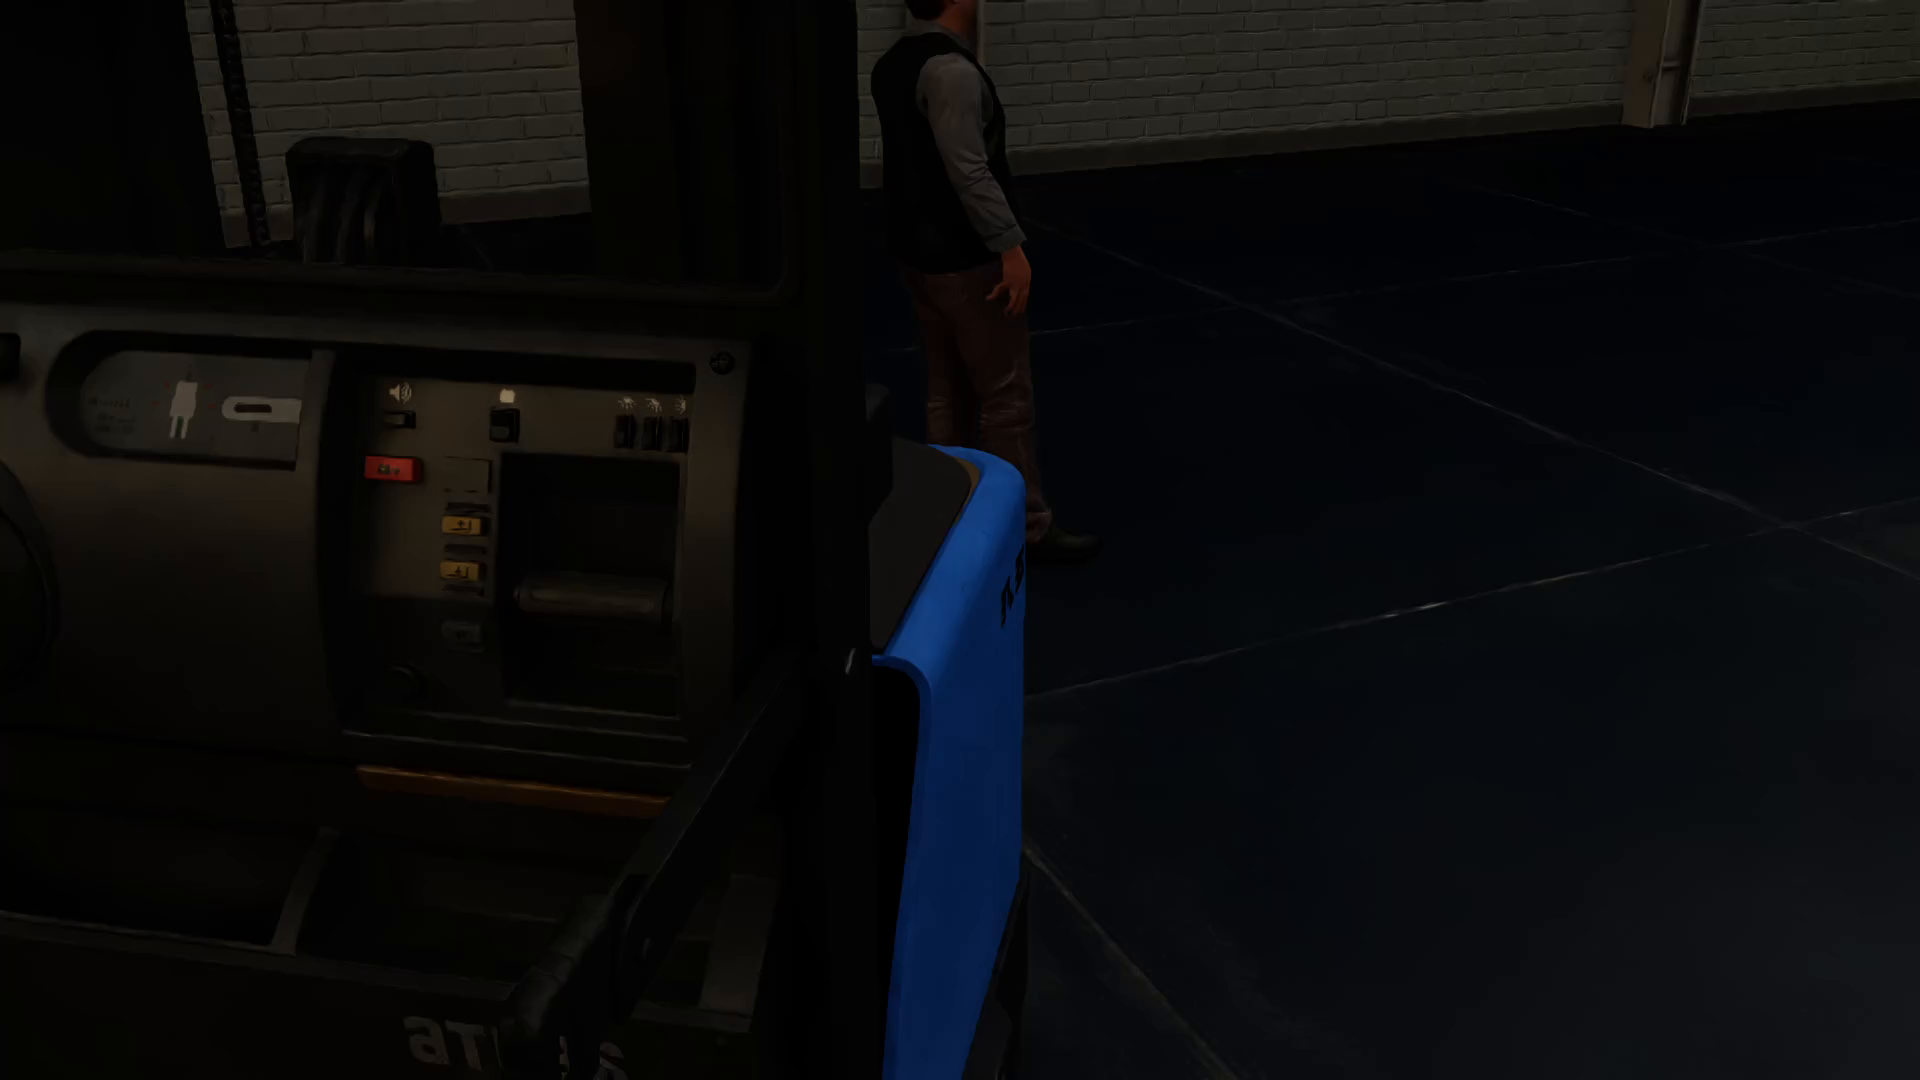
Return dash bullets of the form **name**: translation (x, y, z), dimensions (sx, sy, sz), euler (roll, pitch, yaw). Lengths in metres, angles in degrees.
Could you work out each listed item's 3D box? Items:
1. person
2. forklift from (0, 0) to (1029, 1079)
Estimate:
- **person**: translation (0.060, -0.809, 4.791), dimensions (0.567, 1.720, 0.632), euler (-10, 25, -23)
- **forklift**: translation (-0.671, 0.009, 1.265), dimensions (1.130, 2.935, 3.031), euler (4, 23, 10)
